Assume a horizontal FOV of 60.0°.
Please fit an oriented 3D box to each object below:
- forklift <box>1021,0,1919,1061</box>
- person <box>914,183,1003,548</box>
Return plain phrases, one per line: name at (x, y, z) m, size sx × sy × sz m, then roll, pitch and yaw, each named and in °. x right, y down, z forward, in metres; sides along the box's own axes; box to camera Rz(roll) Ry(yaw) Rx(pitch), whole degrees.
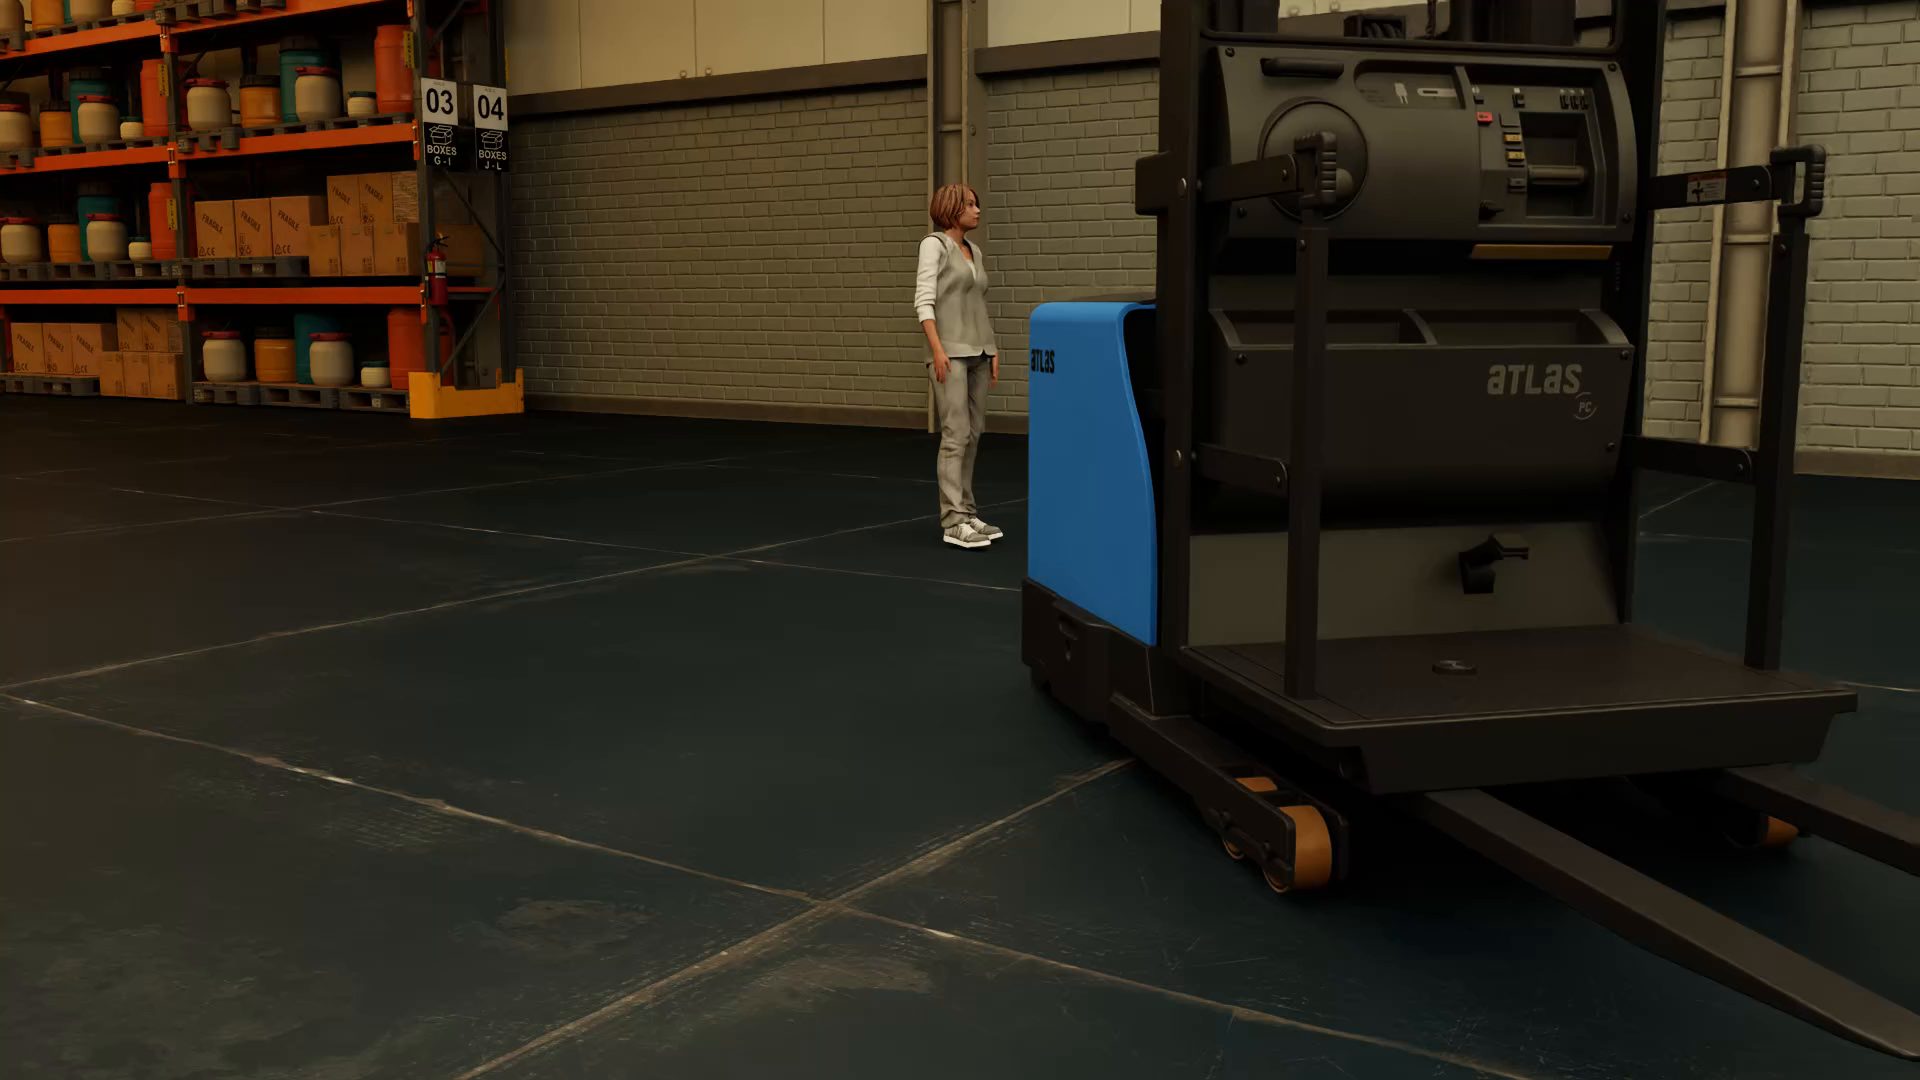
forklift at (1.031, -0.861, 3.249) m, size 1.130 × 2.935 × 3.031 m, roll -2°, pitch 8°, yaw -14°
person at (0.054, -0.790, 7.438) m, size 0.473 × 1.599 × 0.521 m, roll 5°, pitch 10°, yaw 34°
